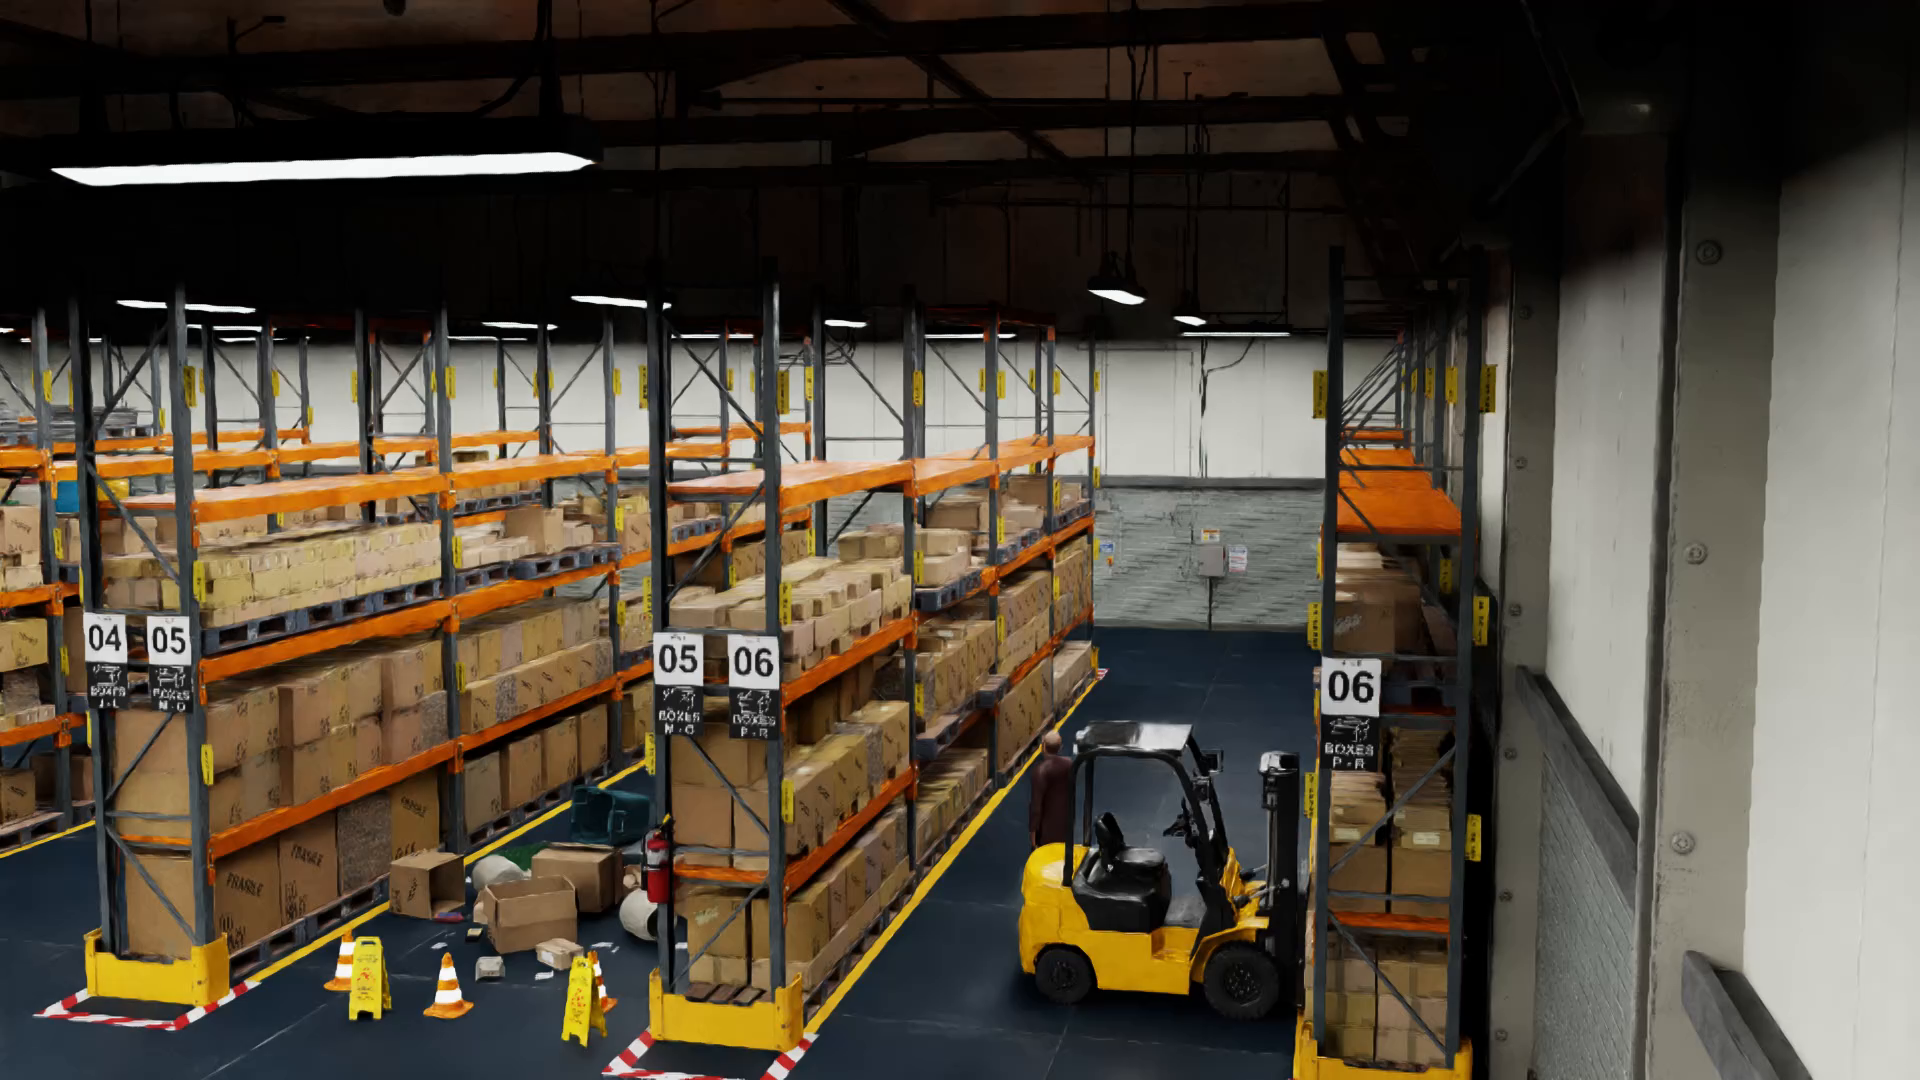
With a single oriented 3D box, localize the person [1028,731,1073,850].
[{"bbox_3d":[0.812,2.688,15.711,0.551,1.764,0.630,5,8,42],"label":"person"}]
